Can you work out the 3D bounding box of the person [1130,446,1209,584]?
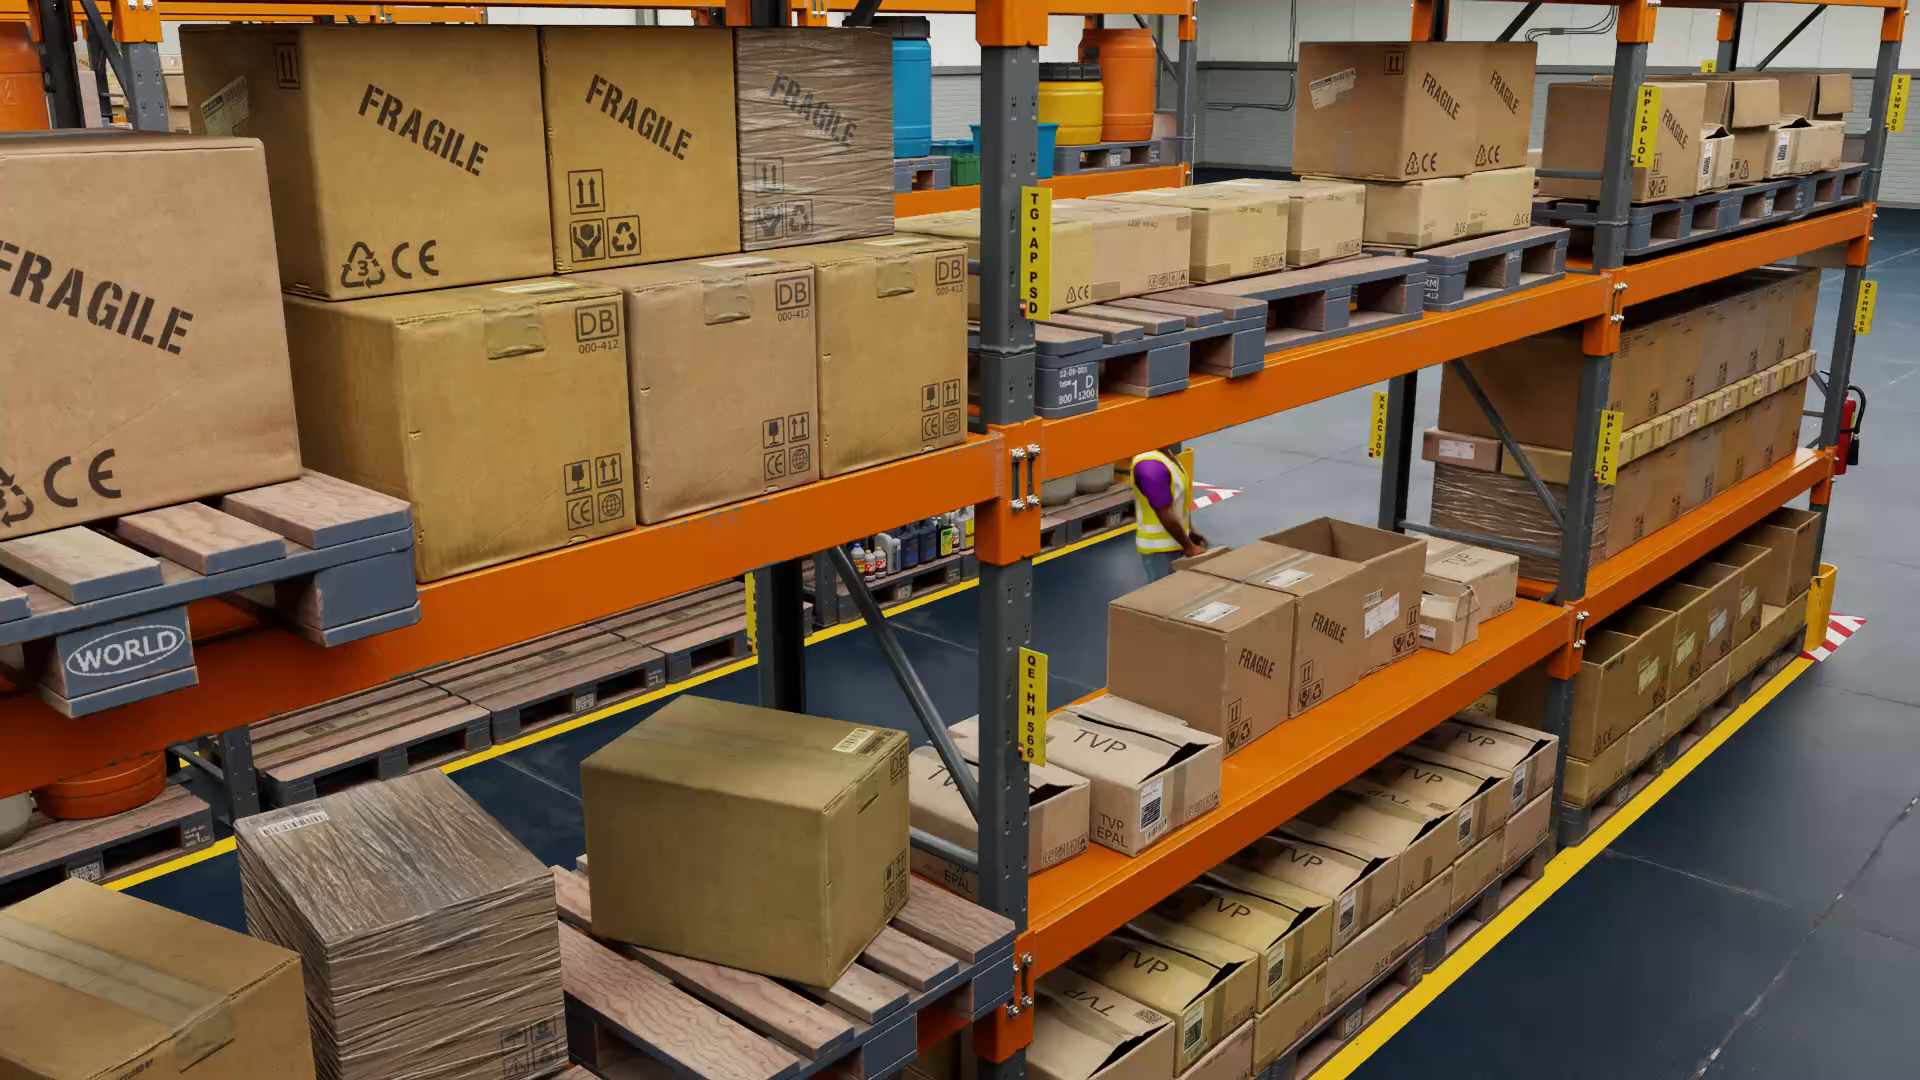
[{"bbox_3d":[1.243,0.047,9.807,0.493,1.772,0.605,3,17,11],"label":"person"}]
